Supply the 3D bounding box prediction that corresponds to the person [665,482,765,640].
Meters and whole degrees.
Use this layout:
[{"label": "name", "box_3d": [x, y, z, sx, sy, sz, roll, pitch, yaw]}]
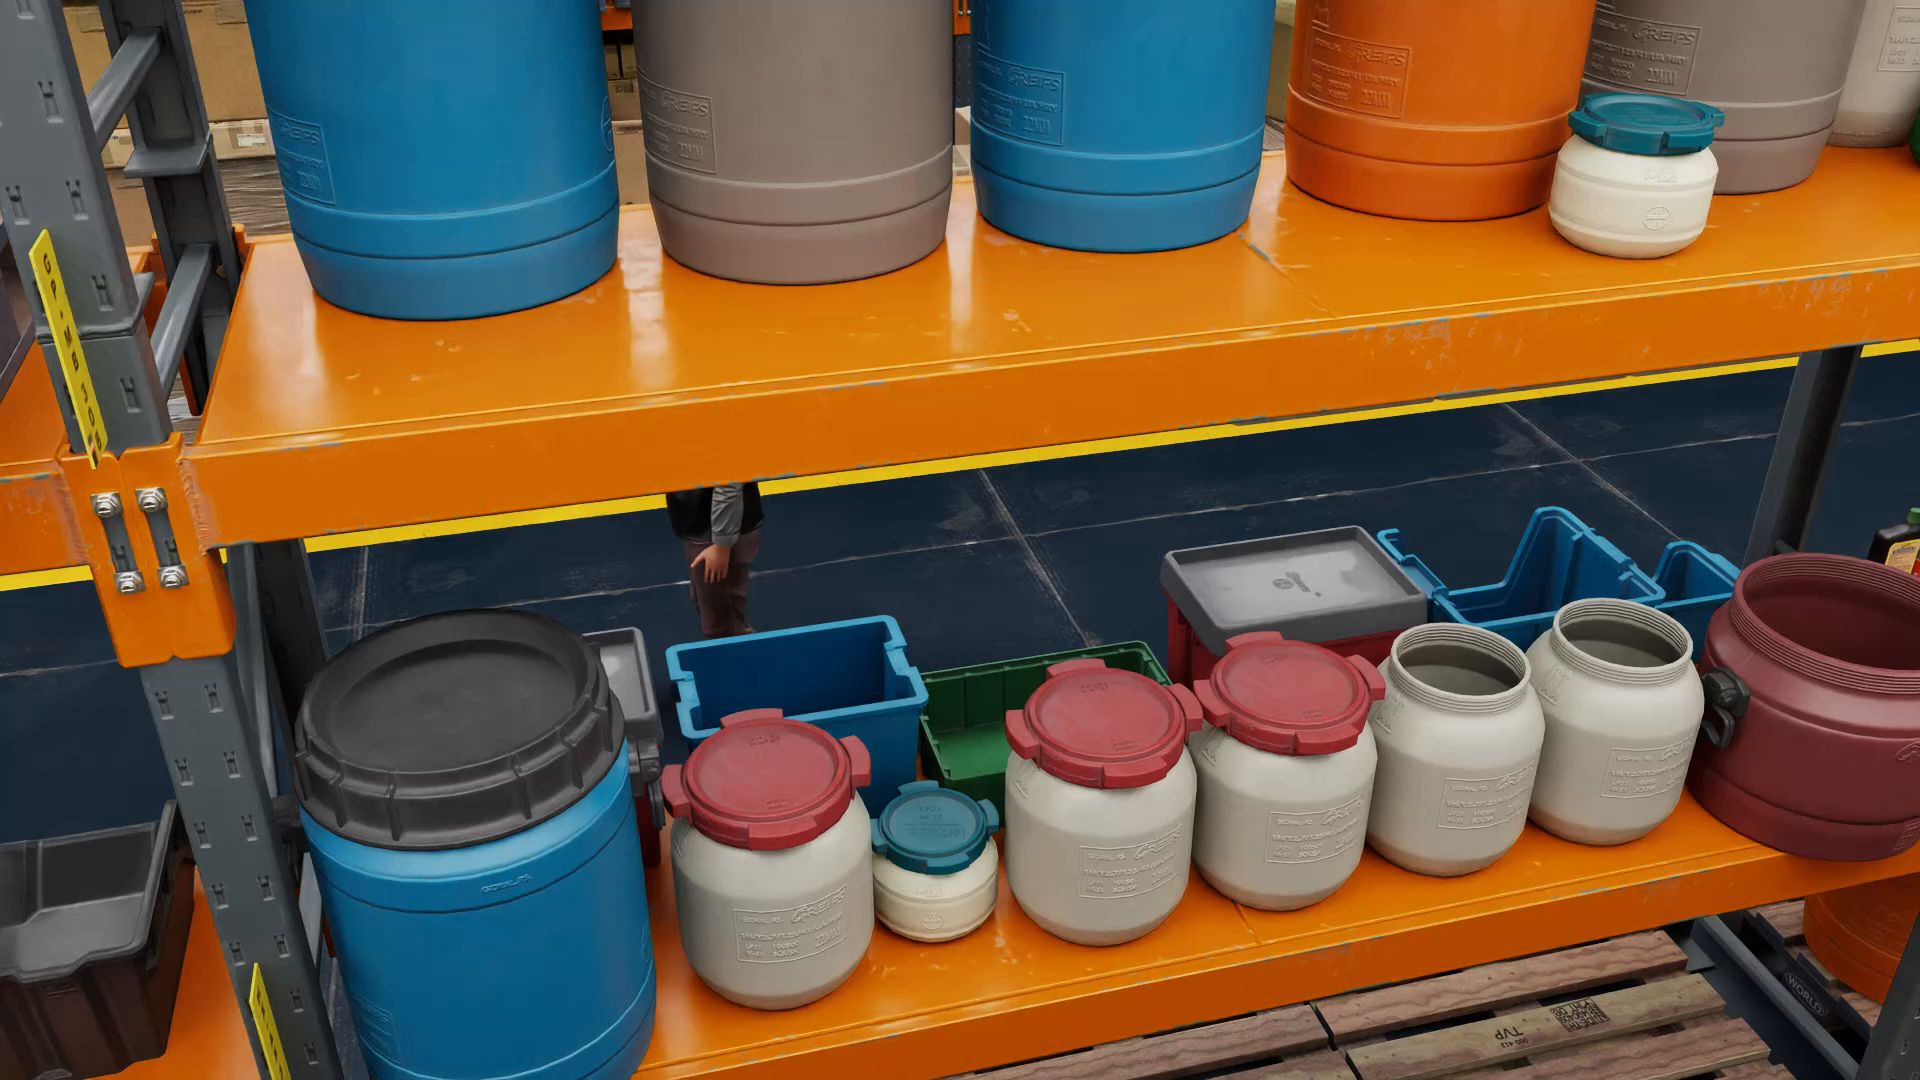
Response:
[{"label": "person", "box_3d": [-0.914, -0.048, 6.255, 0.359, 1.727, 0.532, -7, 31, -12]}]
